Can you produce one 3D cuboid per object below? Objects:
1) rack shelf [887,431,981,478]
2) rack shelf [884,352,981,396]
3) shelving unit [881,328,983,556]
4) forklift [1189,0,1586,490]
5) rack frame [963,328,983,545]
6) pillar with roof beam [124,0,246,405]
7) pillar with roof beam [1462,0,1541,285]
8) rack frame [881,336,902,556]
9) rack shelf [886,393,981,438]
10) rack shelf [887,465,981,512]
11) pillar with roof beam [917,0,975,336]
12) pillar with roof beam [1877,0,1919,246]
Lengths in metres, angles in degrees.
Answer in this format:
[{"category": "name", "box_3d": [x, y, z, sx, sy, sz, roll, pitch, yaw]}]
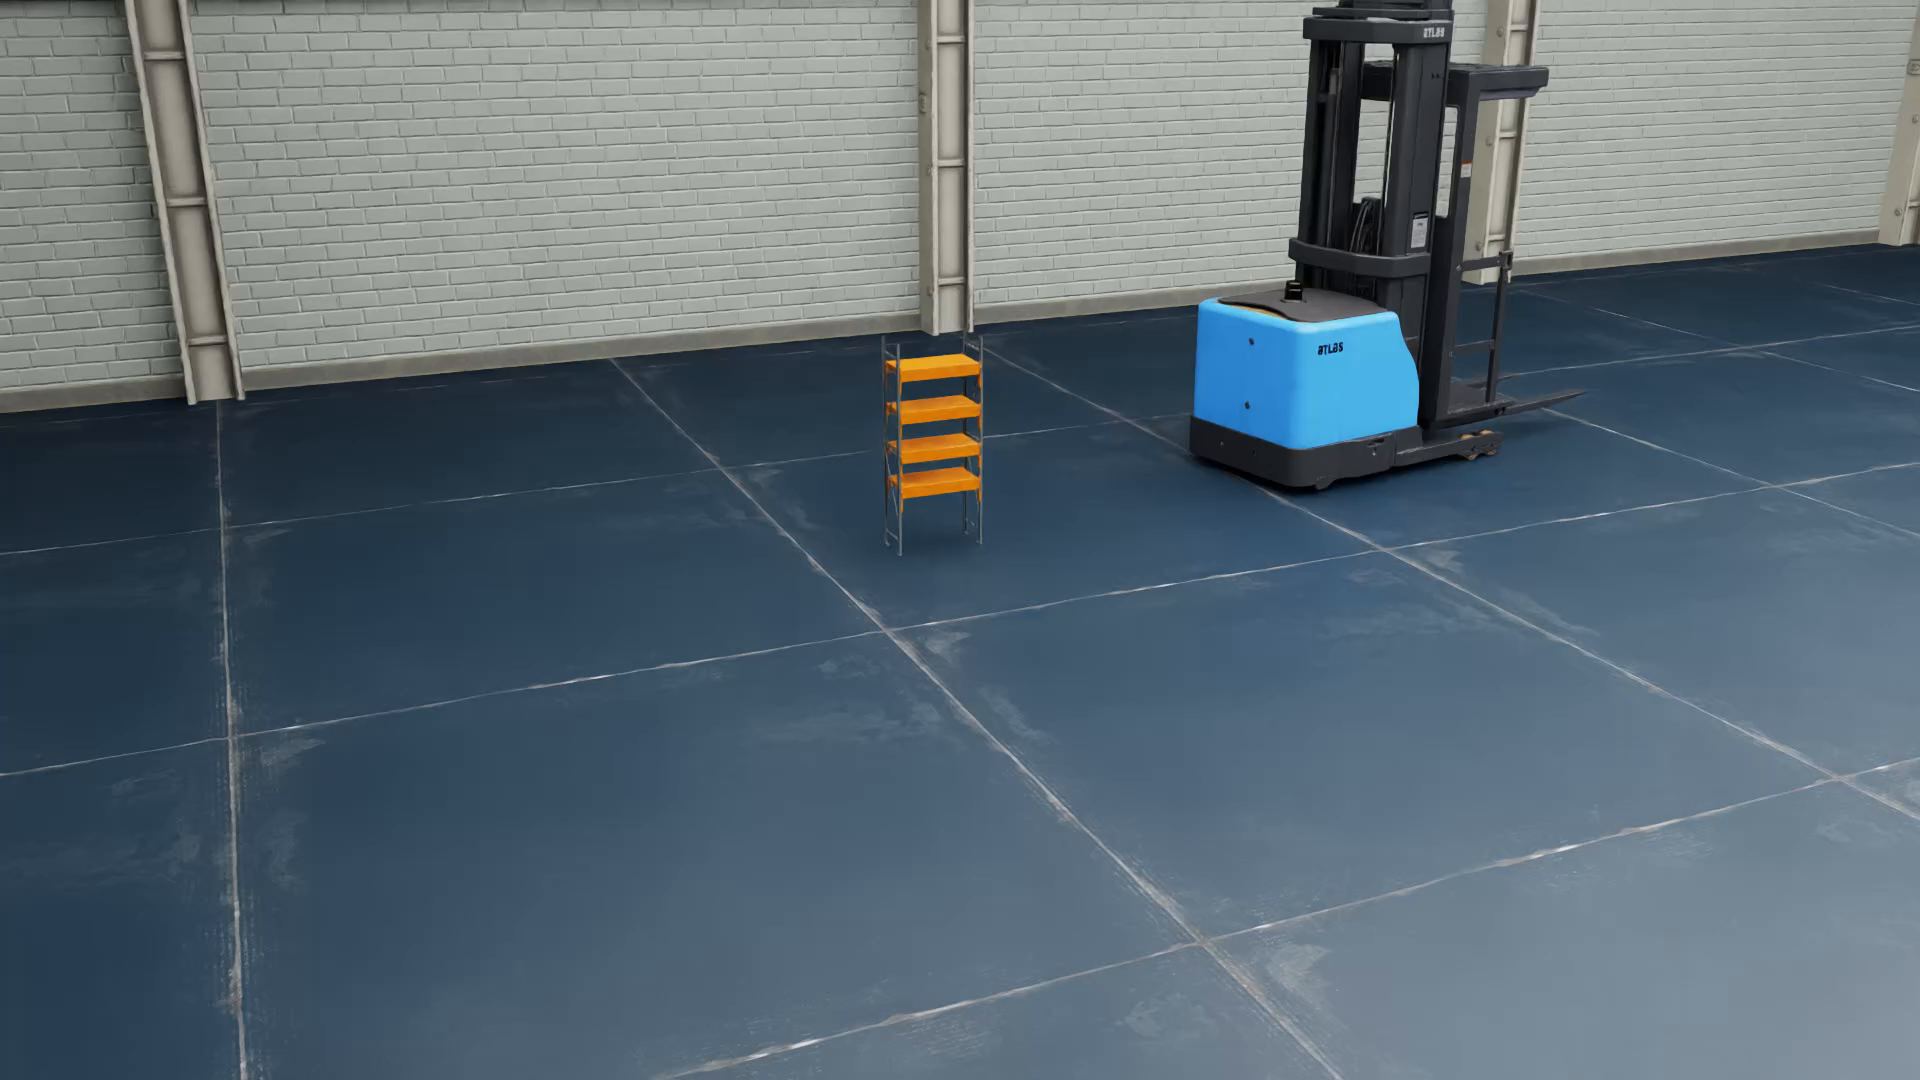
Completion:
[{"category": "rack shelf", "box_3d": [-0.152, -0.481, 9.283, 0.480, 0.148, 0.258, -8, 21, -22]}, {"category": "rack shelf", "box_3d": [-0.152, -0.915, 9.130, 0.480, 0.148, 0.258, -8, 21, -22]}, {"category": "shelving unit", "box_3d": [-0.152, -0.544, 9.261, 0.503, 1.200, 0.258, -8, 21, -22]}, {"category": "forklift", "box_3d": [3.026, -2.049, 10.928, 3.031, 2.935, 1.130, -12, 23, -31]}, {"category": "rack frame", "box_3d": [0.072, -0.576, 9.352, 0.015, 1.200, 0.240, -8, 21, -22]}, {"category": "pillar with roof beam", "box_3d": [-3.922, -4.012, 7.366, 0.400, 9.000, 9.100, -8, 21, -22]}, {"category": "pillar with roof beam", "box_3d": [7.097, -5.590, 11.850, 0.400, 9.000, 9.100, -8, 21, -22]}, {"category": "rack frame", "box_3d": [-0.376, -0.512, 9.170, 0.015, 1.200, 0.240, -8, 21, -22]}, {"category": "rack shelf", "box_3d": [-0.152, -0.692, 9.209, 0.480, 0.148, 0.258, -8, 21, -22]}, {"category": "rack shelf", "box_3d": [-0.152, -0.293, 9.349, 0.480, 0.148, 0.258, -8, 21, -22]}, {"category": "pillar with roof beam", "box_3d": [1.587, -4.801, 9.608, 0.400, 9.000, 9.100, -8, 21, -22]}, {"category": "pillar with roof beam", "box_3d": [12.606, -6.380, 14.091, 0.400, 9.000, 9.100, -8, 21, -22]}]
